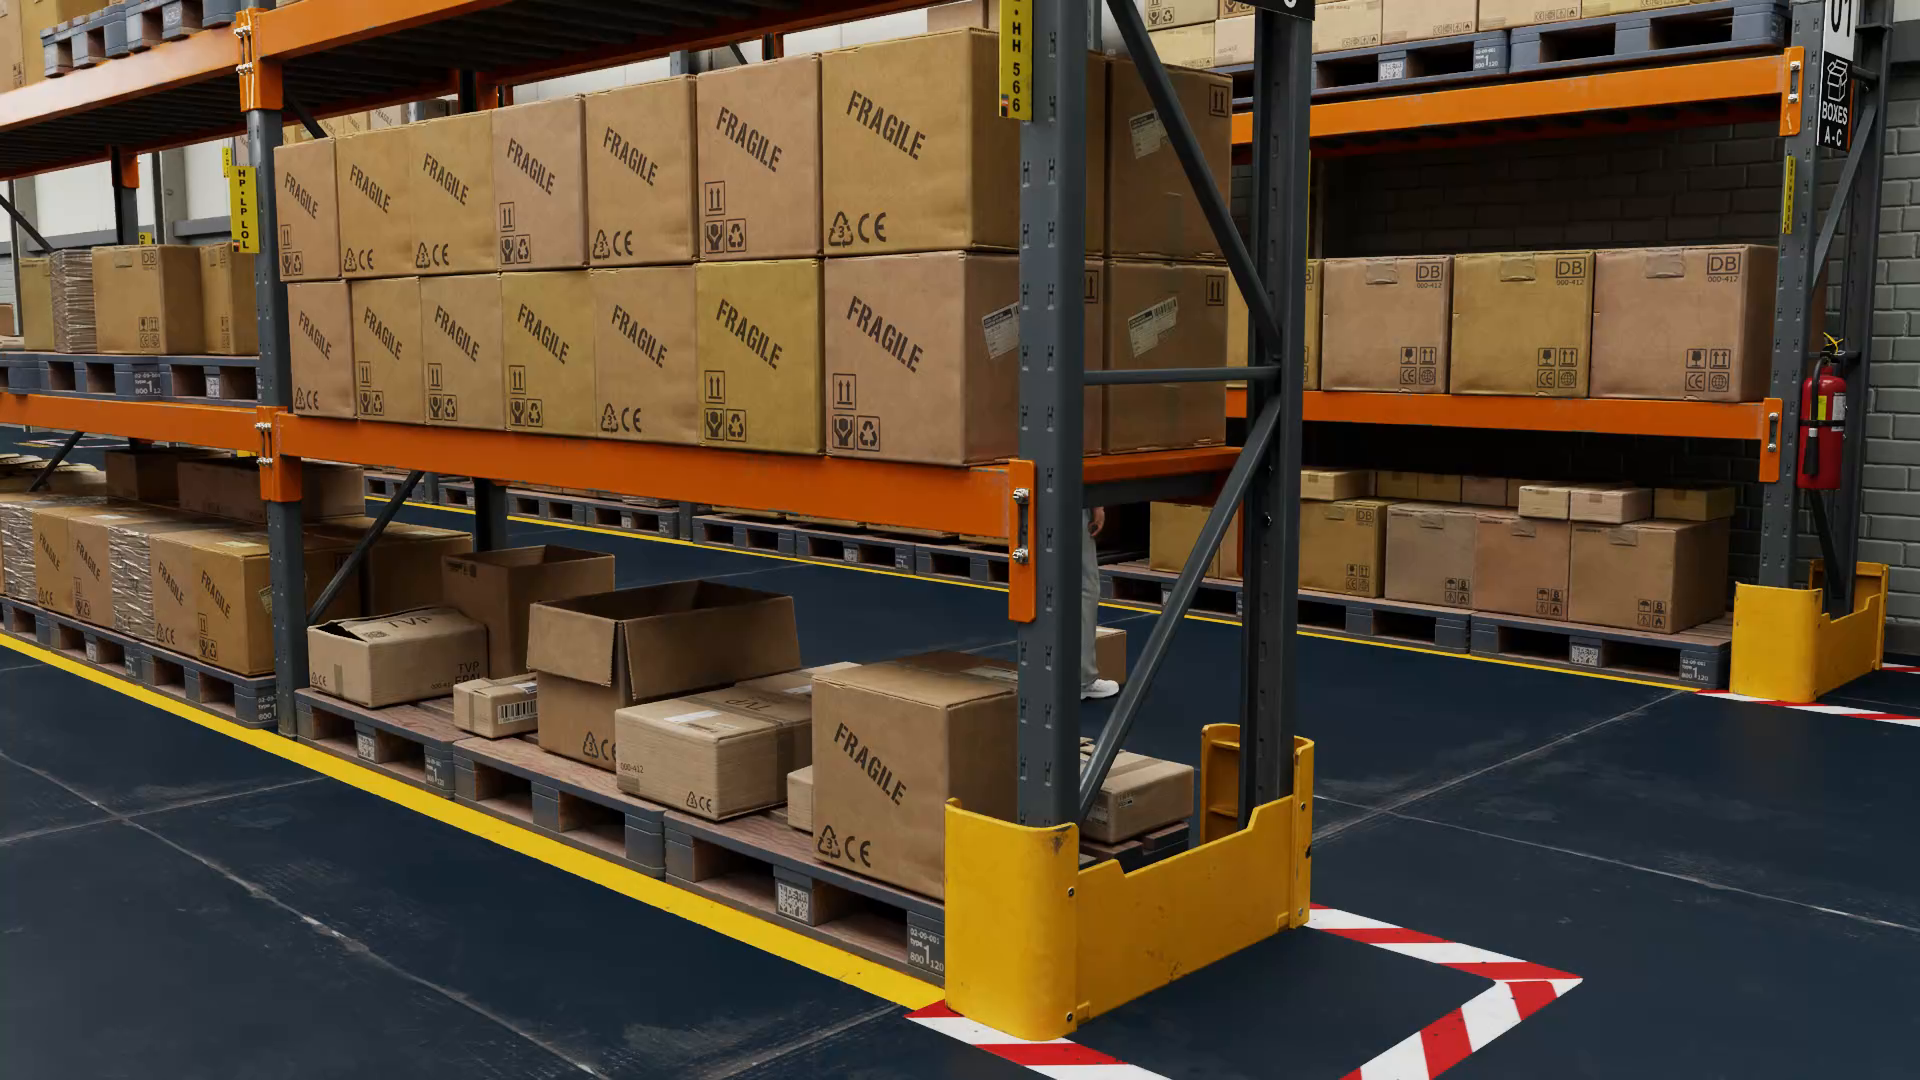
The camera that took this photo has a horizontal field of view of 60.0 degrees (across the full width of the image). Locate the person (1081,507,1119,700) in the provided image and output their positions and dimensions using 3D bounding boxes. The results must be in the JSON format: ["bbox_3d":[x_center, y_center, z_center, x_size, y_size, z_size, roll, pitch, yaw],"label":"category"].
[{"bbox_3d":[0.432,-0.140,7.388,0.485,1.672,0.359,7,10,43],"label":"person"}]
